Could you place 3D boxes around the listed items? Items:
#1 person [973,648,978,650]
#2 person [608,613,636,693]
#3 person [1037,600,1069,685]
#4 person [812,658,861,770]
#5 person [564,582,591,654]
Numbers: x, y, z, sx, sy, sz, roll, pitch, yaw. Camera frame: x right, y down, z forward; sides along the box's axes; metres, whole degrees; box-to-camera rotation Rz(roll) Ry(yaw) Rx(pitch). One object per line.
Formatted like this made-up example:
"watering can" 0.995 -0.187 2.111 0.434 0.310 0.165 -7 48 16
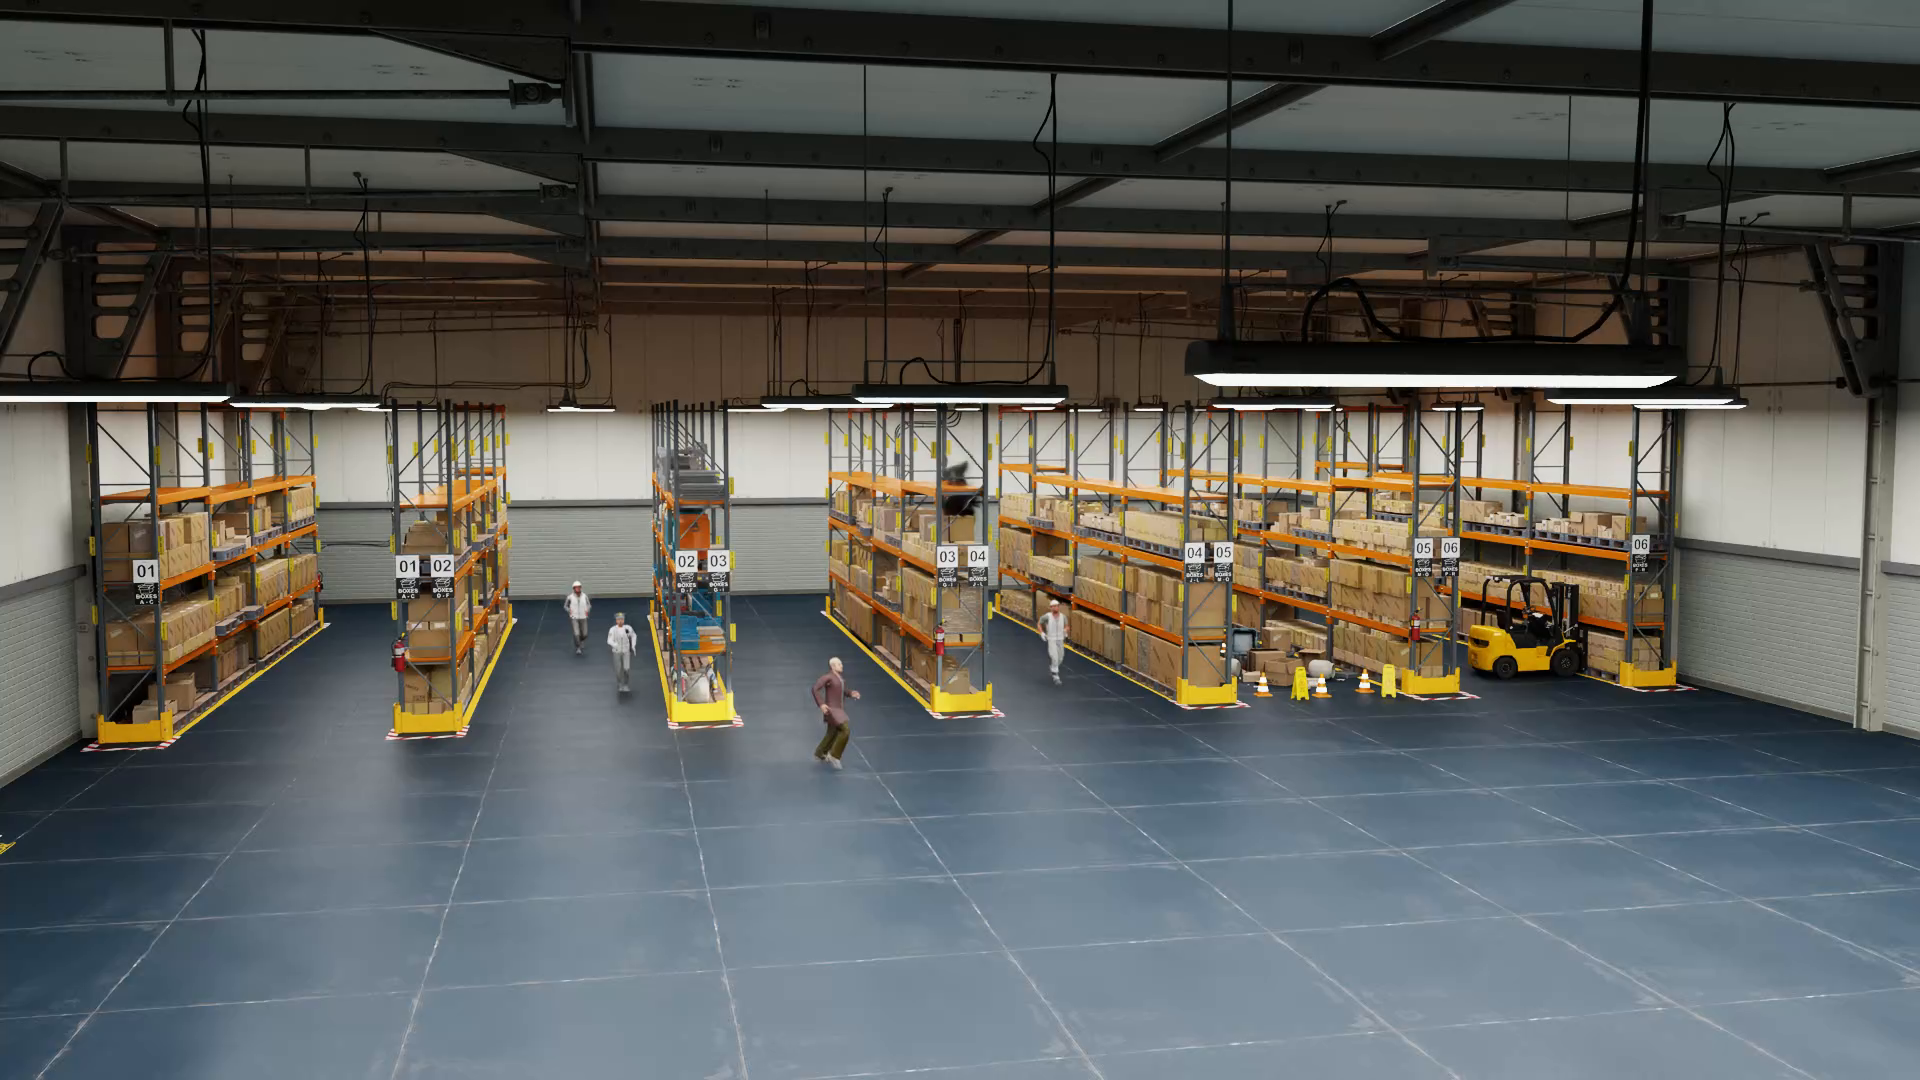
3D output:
"person" 0.192 1.792 40.711 0.574 1.721 0.883 -1 5 -19
"person" -6.927 2.315 34.096 0.578 1.666 0.739 -1 4 -11
"person" 2.000 2.158 35.464 0.677 1.778 0.828 -2 5 -19
"person" -2.011 2.818 27.008 0.785 1.823 0.691 1 4 12
"person" -9.157 1.858 39.863 0.656 1.722 0.607 -2 5 -22
